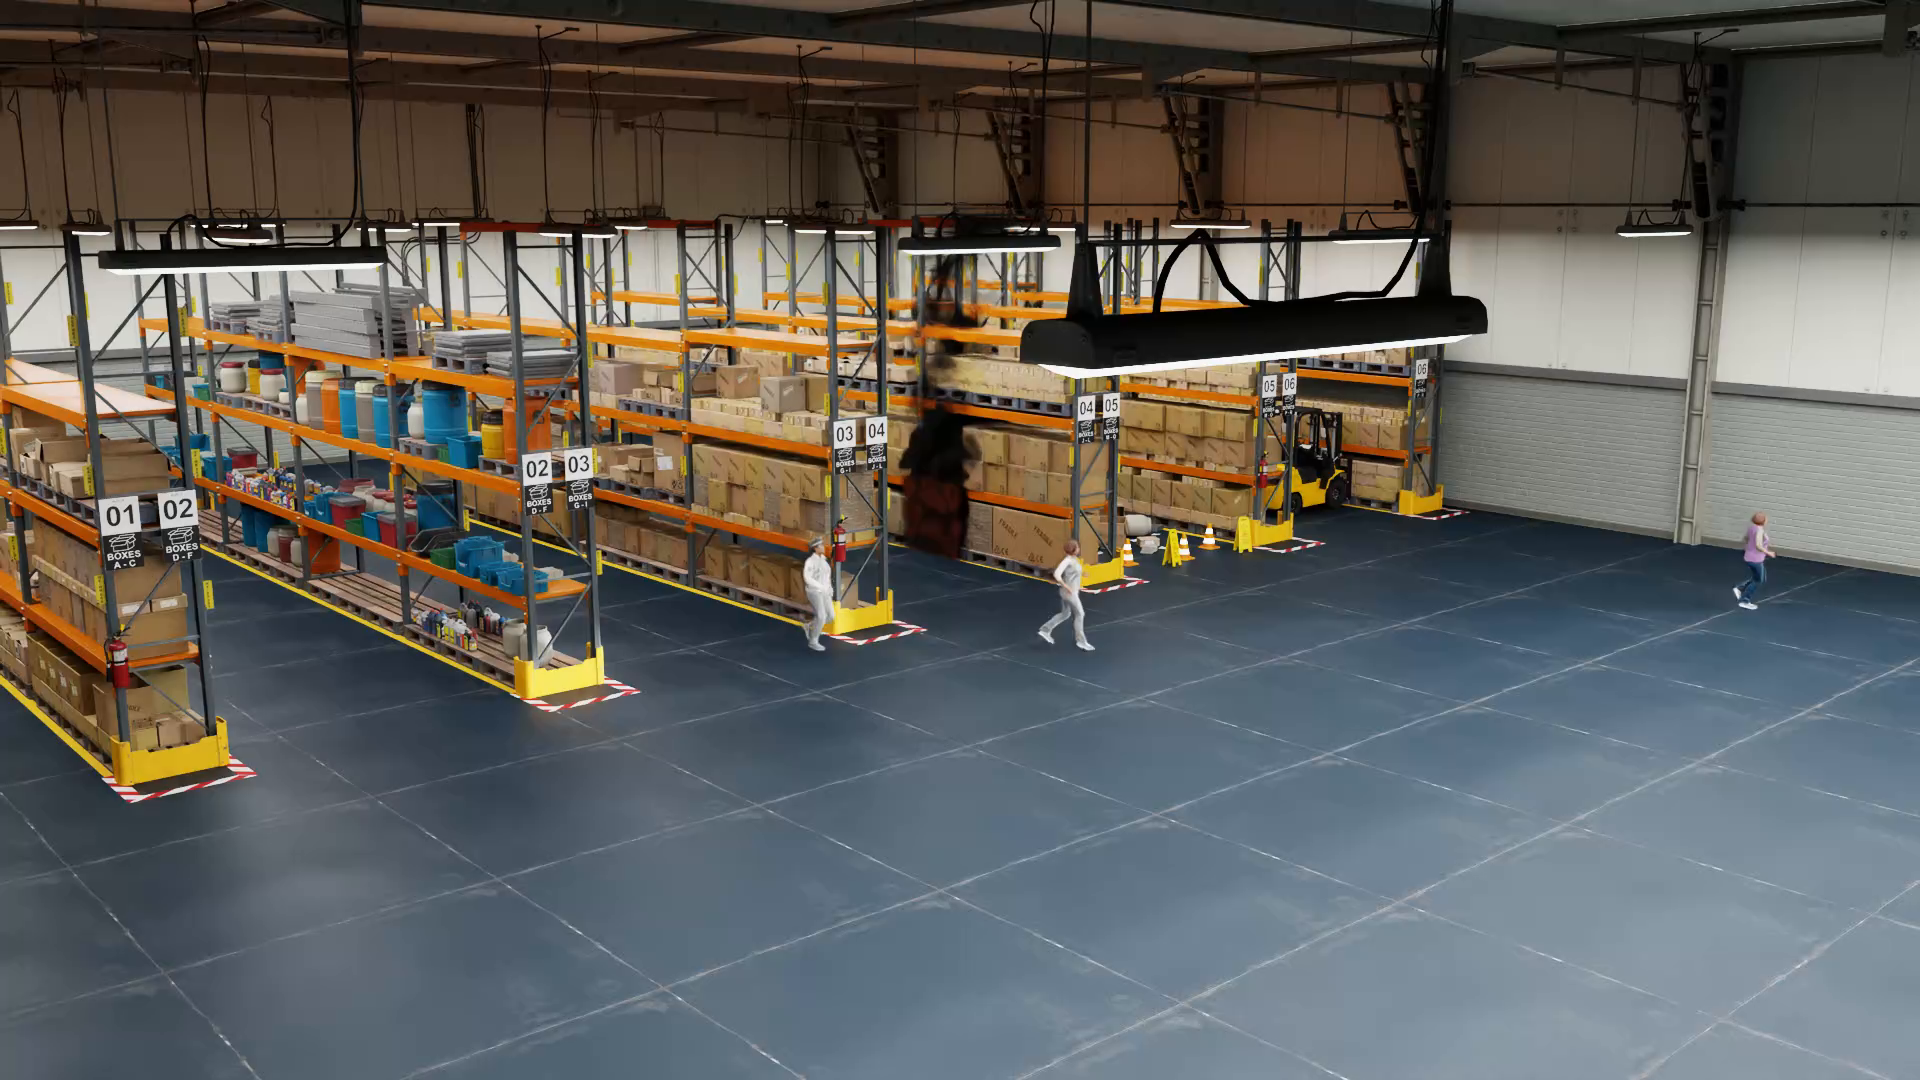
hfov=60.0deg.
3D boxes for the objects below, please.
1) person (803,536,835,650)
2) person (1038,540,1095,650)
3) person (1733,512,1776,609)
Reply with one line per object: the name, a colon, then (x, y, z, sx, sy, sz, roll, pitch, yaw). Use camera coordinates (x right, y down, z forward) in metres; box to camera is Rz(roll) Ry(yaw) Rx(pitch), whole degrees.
person: (-2.029, 0.757, 24.005, 0.535, 1.658, 0.669, 6, 13, 26)
person: (1.541, 0.783, 23.944, 0.820, 1.613, 0.524, 1, 11, 4)
person: (12.595, 0.325, 26.320, 0.530, 1.567, 0.543, 2, 12, 11)
